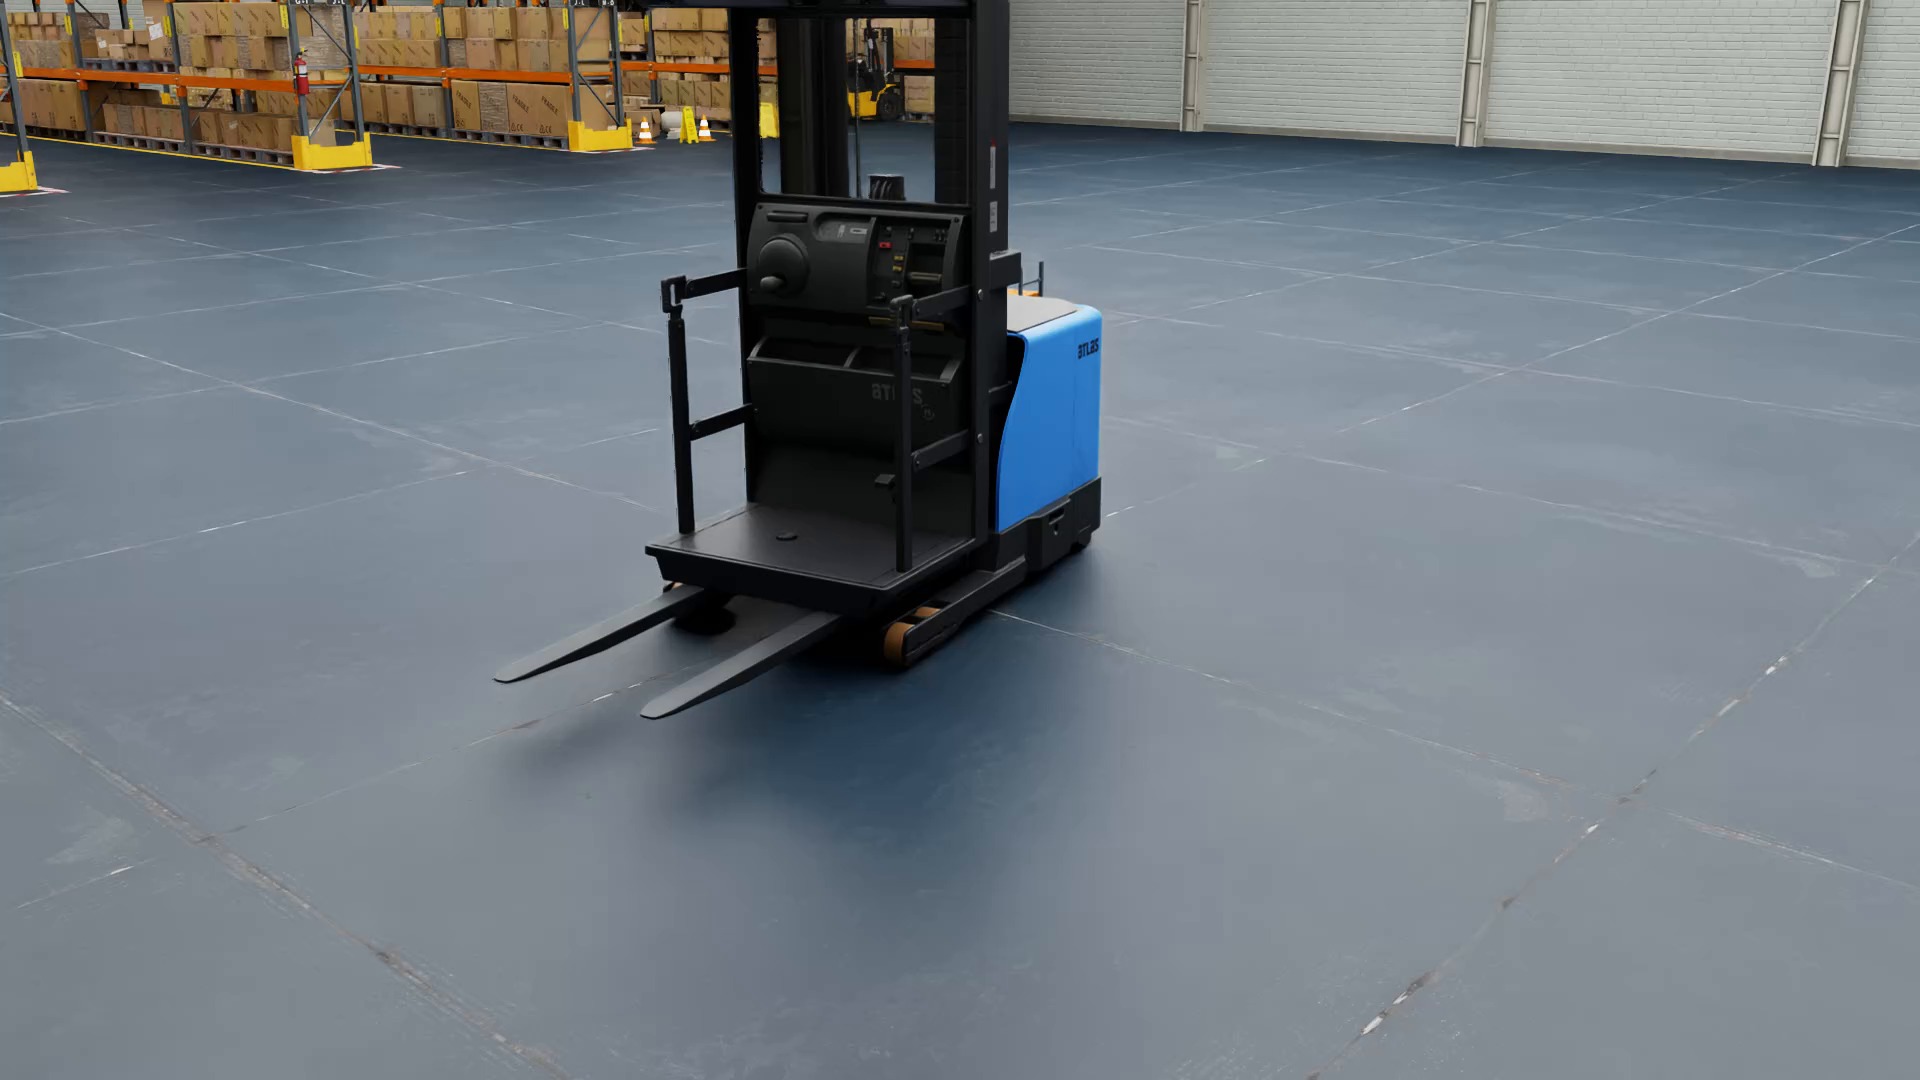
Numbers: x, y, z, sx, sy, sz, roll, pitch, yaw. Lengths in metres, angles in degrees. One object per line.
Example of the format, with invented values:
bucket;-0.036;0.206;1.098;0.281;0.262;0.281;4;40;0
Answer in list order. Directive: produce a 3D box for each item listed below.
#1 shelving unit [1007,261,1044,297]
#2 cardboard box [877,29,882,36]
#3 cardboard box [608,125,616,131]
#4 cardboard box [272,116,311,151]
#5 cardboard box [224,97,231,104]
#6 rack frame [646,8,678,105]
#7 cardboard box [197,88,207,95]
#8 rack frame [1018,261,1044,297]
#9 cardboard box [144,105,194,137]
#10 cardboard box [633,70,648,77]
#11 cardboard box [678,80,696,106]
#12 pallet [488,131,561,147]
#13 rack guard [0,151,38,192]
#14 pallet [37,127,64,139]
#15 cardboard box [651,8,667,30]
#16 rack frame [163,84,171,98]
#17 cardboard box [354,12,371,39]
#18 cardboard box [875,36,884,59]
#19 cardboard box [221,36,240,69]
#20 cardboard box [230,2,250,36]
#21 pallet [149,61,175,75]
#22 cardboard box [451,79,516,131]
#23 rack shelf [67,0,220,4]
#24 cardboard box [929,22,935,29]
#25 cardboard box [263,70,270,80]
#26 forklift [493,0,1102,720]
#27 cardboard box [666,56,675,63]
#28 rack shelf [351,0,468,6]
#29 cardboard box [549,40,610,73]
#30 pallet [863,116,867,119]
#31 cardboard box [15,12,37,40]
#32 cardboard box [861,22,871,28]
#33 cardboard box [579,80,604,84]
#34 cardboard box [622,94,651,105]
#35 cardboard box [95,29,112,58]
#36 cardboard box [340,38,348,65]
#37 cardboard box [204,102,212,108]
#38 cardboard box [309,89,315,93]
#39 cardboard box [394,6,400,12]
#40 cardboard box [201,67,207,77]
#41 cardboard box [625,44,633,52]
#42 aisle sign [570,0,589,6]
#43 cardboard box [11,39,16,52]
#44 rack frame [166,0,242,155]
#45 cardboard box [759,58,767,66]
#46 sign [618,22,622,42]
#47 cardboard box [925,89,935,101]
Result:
shelving unit;0.111;-0.727;7.919;0.503;1.200;0.258;9;20;27
cardboard box;-1.636;-11.331;37.118;0.250;0.149;0.380;14;23;38
cardboard box;-6.837;-7.917;32.118;0.396;0.266;0.258;-13;22;-36
cardboard box;-10.647;-6.493;26.552;0.500;0.500;0.500;-11;21;-31
cardboard box;-16.198;-9.830;37.155;0.250;0.149;0.380;14;22;37
rack frame;-6.135;-10.289;35.072;0.127;3.000;1.000;15;23;39
cardboard box;-17.157;-10.241;37.957;0.250;0.149;0.380;15;23;40
rack frame;0.326;-0.692;7.810;0.015;1.200;0.240;9;20;27
cardboard box;-13.921;-7.405;29.391;0.500;0.500;0.700;13;22;35
cardboard box;-8.277;-12.117;43.200;0.250;0.149;0.380;14;22;36
cardboard box;-5.465;-9.251;34.415;0.500;0.500;0.500;16;24;41
pallet;-7.912;-7.404;30.592;1.213;0.211;1.003;15;23;39
rack guard;-13.097;-4.936;22.338;0.348;0.500;1.175;15;23;39
pallet;-17.153;-7.941;32.284;1.213;0.211;1.003;15;23;39
cardboard box;-5.950;-10.817;34.428;0.500;0.500;0.700;15;23;39
rack frame;-18.321;-11.558;39.071;0.127;3.000;1.000;15;23;39
cardboard box;-11.629;-10.282;33.233;0.500;0.500;0.700;15;23;38
cardboard box;-1.542;-11.004;37.160;0.500;0.500;0.500;15;23;40
cardboard box;-11.280;-7.836;26.686;0.500;0.500;0.875;15;23;39
cardboard box;-11.047;-8.164;26.067;0.500;0.500;0.500;15;23;39
pallet;-13.188;-8.141;28.623;1.213;0.211;1.003;15;23;39
cardboard box;-8.921;-8.194;31.289;0.875;0.875;0.875;15;23;40
rack shelf;-14.209;-9.535;28.927;4.000;0.370;1.077;15;23;39
cardboard box;-0.464;-11.175;36.134;0.250;0.149;0.380;15;23;39
cardboard box;-10.656;-7.277;25.997;0.250;0.149;0.380;15;23;39
forklift;-0.511;-1.083;6.180;1.130;2.935;3.031;9;20;27
cardboard box;-5.889;-9.994;34.559;0.250;0.149;0.380;16;24;41
rack shelf;-13.615;-13.383;41.054;4.000;0.370;1.077;15;23;39
cardboard box;-6.661;-8.481;29.128;0.550;0.550;0.875;15;23;39
pallet;-2.276;-9.914;38.502;1.213;0.211;1.003;15;23;39
cardboard box;-17.708;-9.912;32.061;0.637;0.503;0.797;15;23;40
cardboard box;-2.013;-11.578;37.404;0.250;0.149;0.380;15;23;38
cardboard box;-10.034;-12.297;44.840;0.500;0.500;0.700;14;22;37
cardboard box;-7.069;-9.485;36.188;0.950;0.372;0.625;-17;24;-42
cardboard box;-15.274;-8.998;30.146;0.500;0.500;0.500;12;21;33
cardboard box;-12.180;-9.848;33.518;0.500;0.500;0.500;15;23;40
cardboard box;-16.975;-9.914;37.910;0.250;0.149;0.380;15;23;39
cardboard box;-13.407;-9.495;34.768;0.500;0.250;0.500;15;23;40
cardboard box;-13.668;-13.035;40.835;0.250;0.149;0.380;15;23;39
cardboard box;-12.175;-7.670;27.237;0.250;0.149;0.380;15;23;39
cardboard box;-6.889;-10.467;35.355;0.250;0.149;0.380;14;22;38
aisle sign;-6.500;-9.502;28.296;0.004;0.787;0.394;15;23;39
cardboard box;-18.142;-9.451;32.267;0.500;0.500;0.500;15;23;39
rack frame;-12.713;-8.046;28.007;0.127;3.000;1.000;15;23;39
cardboard box;-3.828;-9.418;32.745;0.250;0.149;0.380;15;23;39
sign;-5.981;-8.920;29.197;0.005;0.325;0.100;15;23;39
cardboard box;-0.423;-9.764;36.444;0.500;0.250;0.500;15;23;39
